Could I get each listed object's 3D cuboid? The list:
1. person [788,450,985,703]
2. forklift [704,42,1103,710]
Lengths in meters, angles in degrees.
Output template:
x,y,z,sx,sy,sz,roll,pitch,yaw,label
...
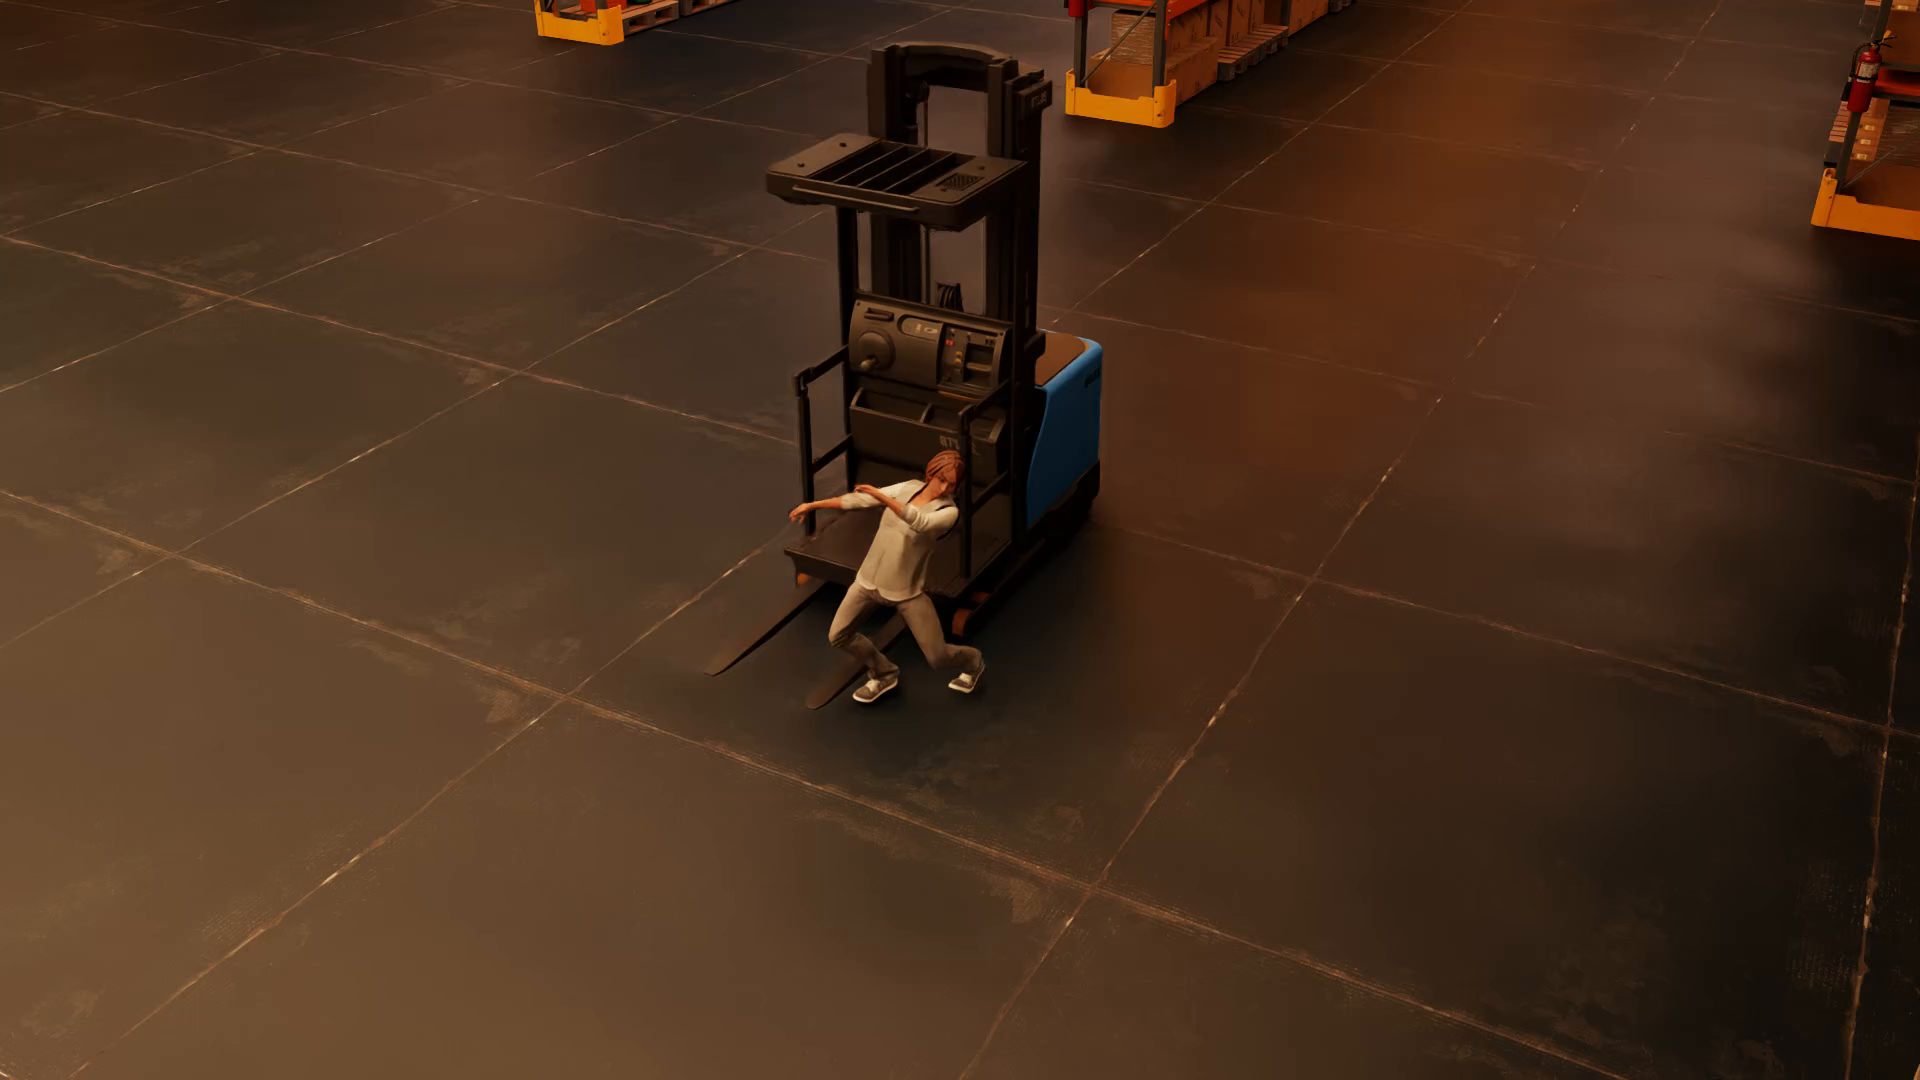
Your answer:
x,y,z,sx,sy,sz,roll,pitch,yaw,label
-0.394,0.198,8.261,0.921,1.386,0.660,15,33,25,person
-0.281,-0.992,8.790,1.130,2.935,3.031,15,33,24,forklift
